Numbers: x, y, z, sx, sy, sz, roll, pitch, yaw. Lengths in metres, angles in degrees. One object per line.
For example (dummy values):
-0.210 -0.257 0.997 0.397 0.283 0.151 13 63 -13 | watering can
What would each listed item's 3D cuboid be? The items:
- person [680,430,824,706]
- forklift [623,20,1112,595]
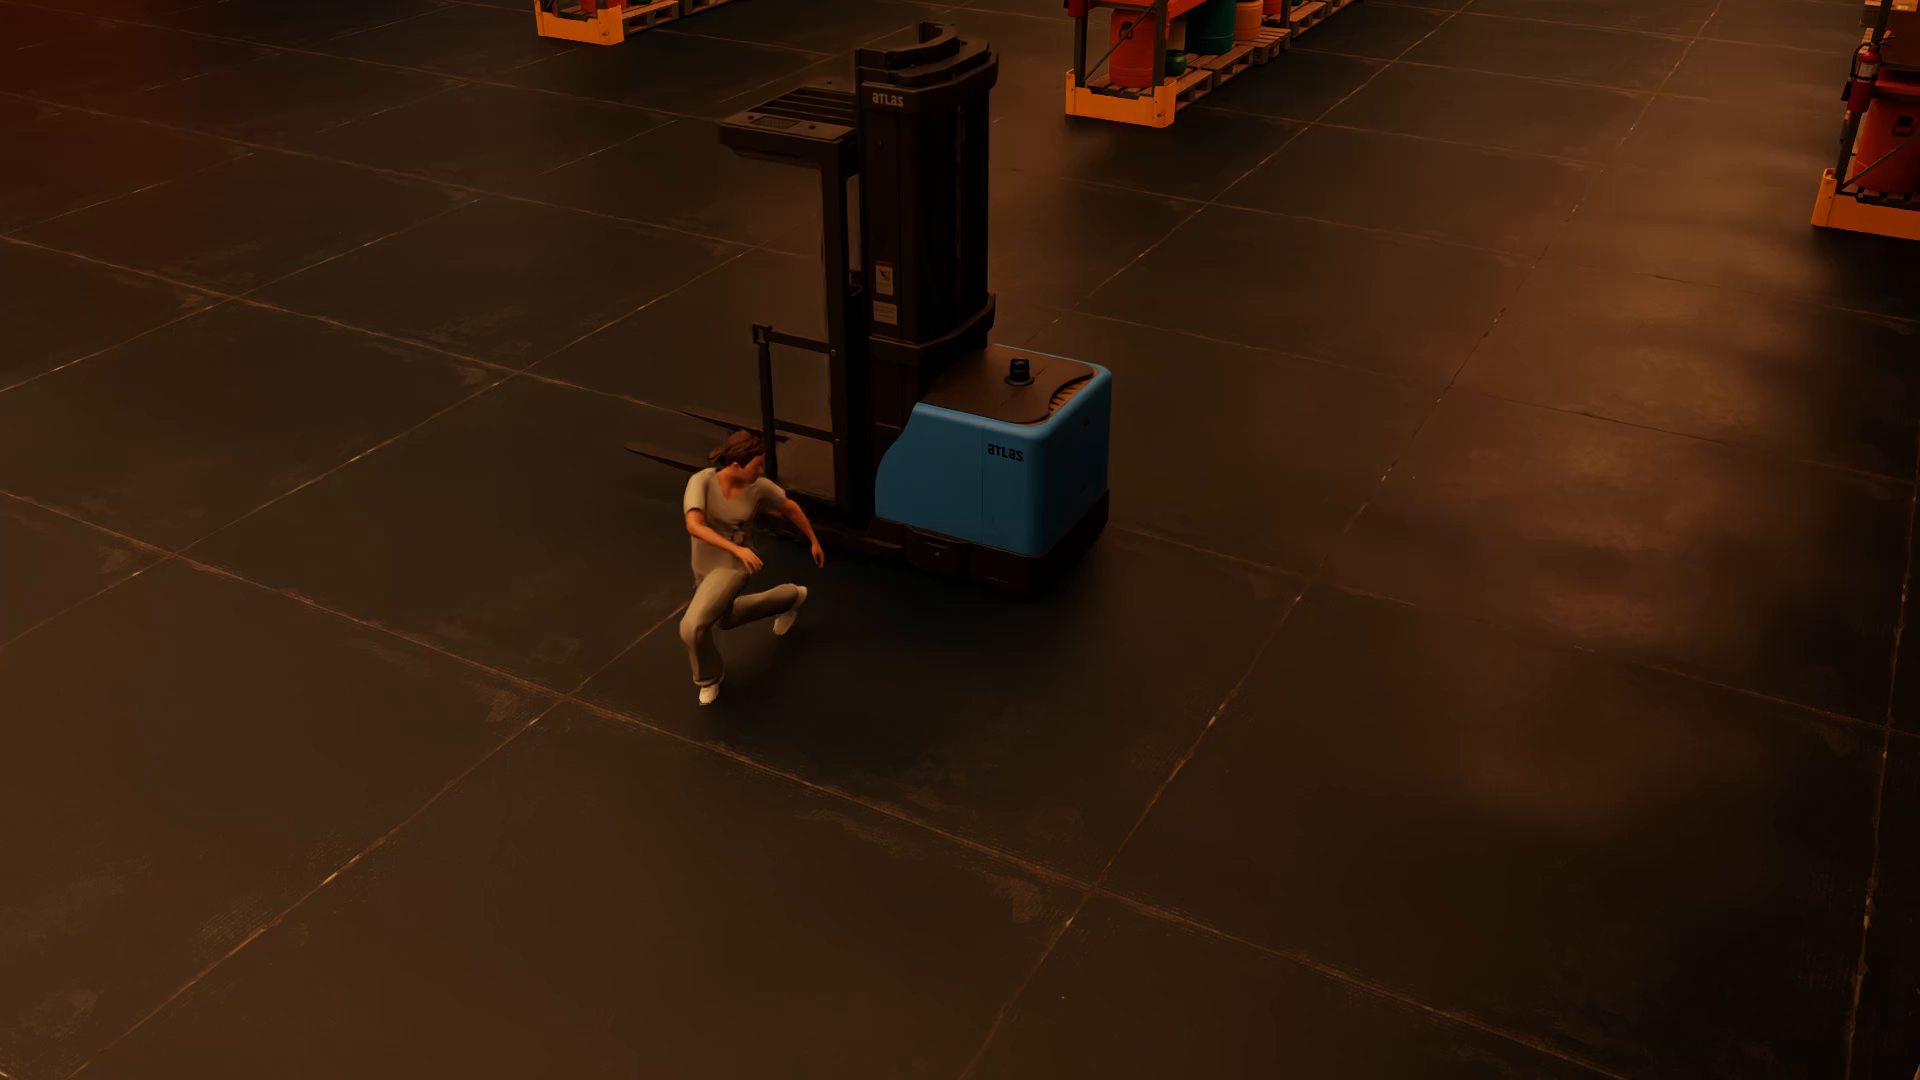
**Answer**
-1.087 0.084 8.493 0.608 1.448 0.920 12 32 19 | person
-0.654 -1.470 9.618 3.031 2.935 1.130 15 33 24 | forklift
